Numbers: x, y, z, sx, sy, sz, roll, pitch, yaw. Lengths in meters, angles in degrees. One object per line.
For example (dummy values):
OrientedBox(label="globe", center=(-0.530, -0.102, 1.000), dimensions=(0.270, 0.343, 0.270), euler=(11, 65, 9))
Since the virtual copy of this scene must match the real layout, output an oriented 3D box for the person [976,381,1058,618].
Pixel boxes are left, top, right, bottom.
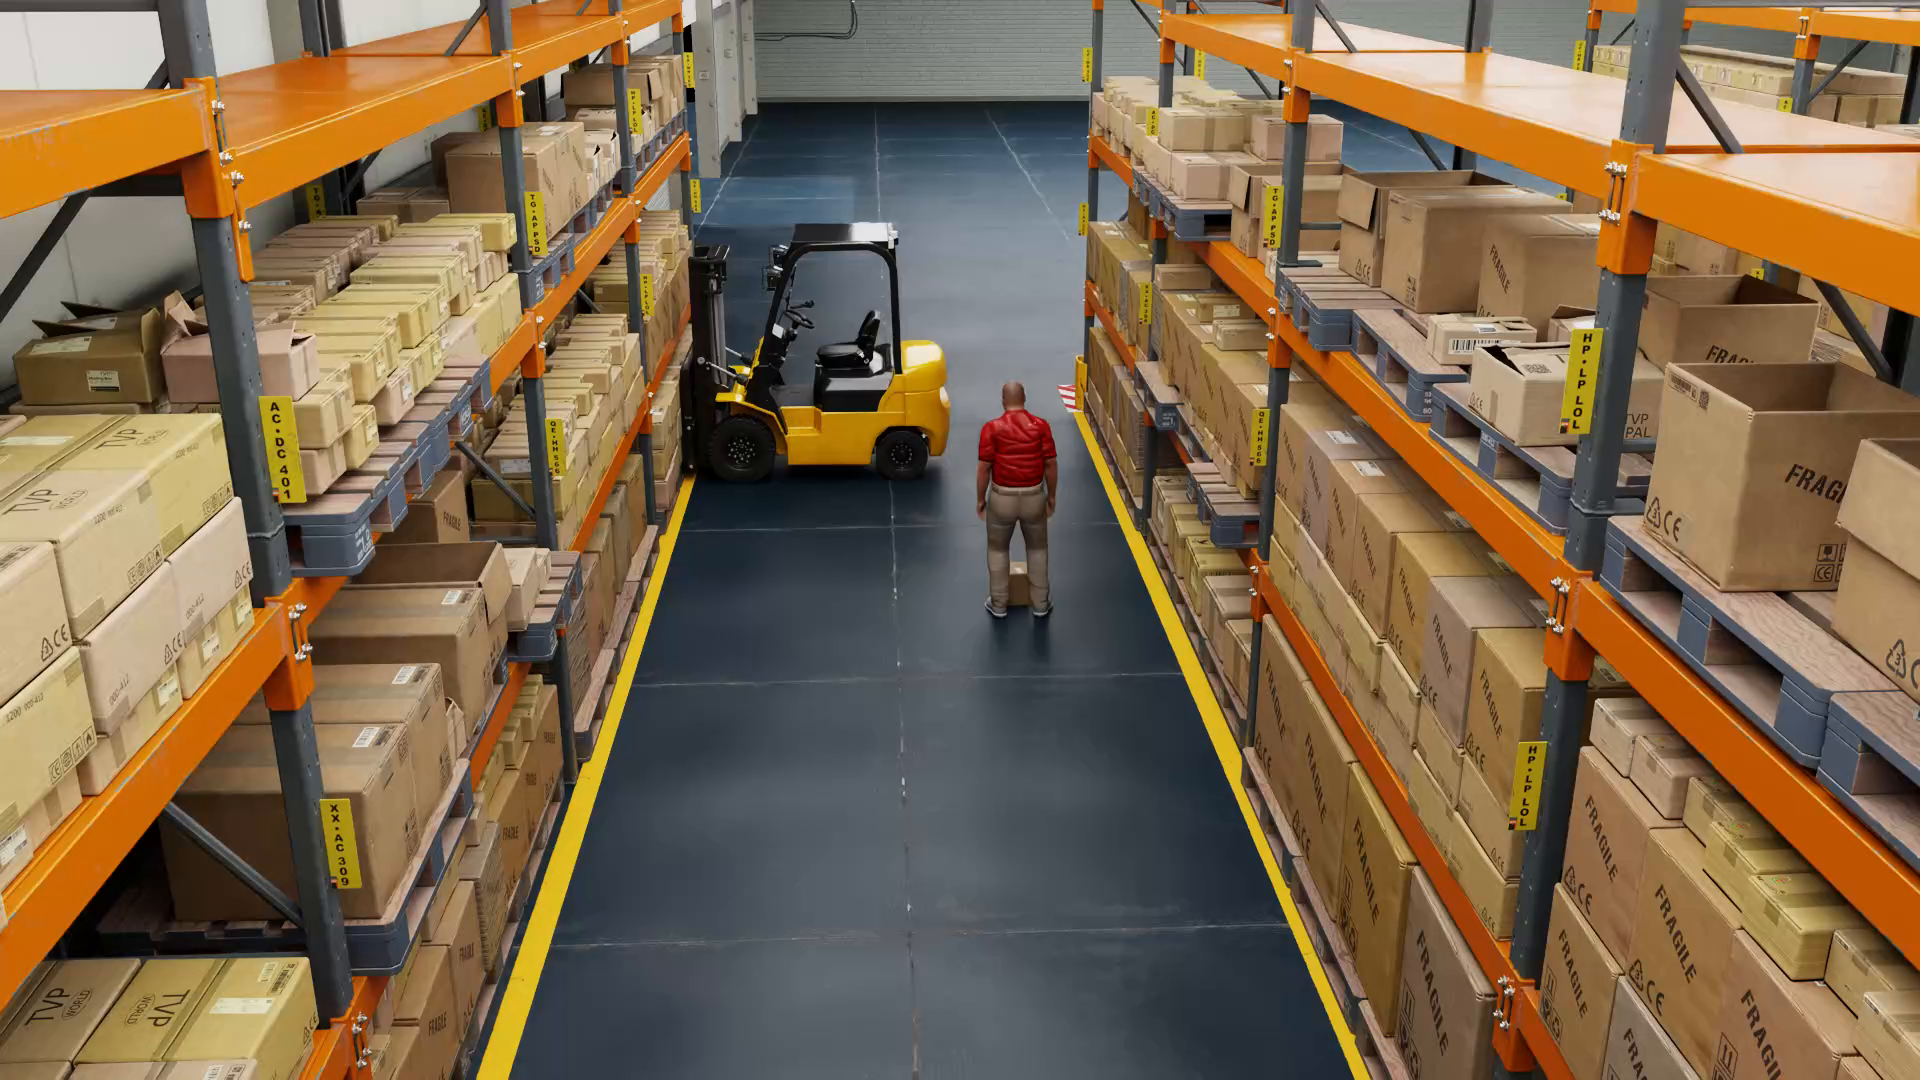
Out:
OrientedBox(label="person", center=(0.402, -0.283, 11.865), dimensions=(0.587, 1.725, 0.405), euler=(-2, 20, -5))
